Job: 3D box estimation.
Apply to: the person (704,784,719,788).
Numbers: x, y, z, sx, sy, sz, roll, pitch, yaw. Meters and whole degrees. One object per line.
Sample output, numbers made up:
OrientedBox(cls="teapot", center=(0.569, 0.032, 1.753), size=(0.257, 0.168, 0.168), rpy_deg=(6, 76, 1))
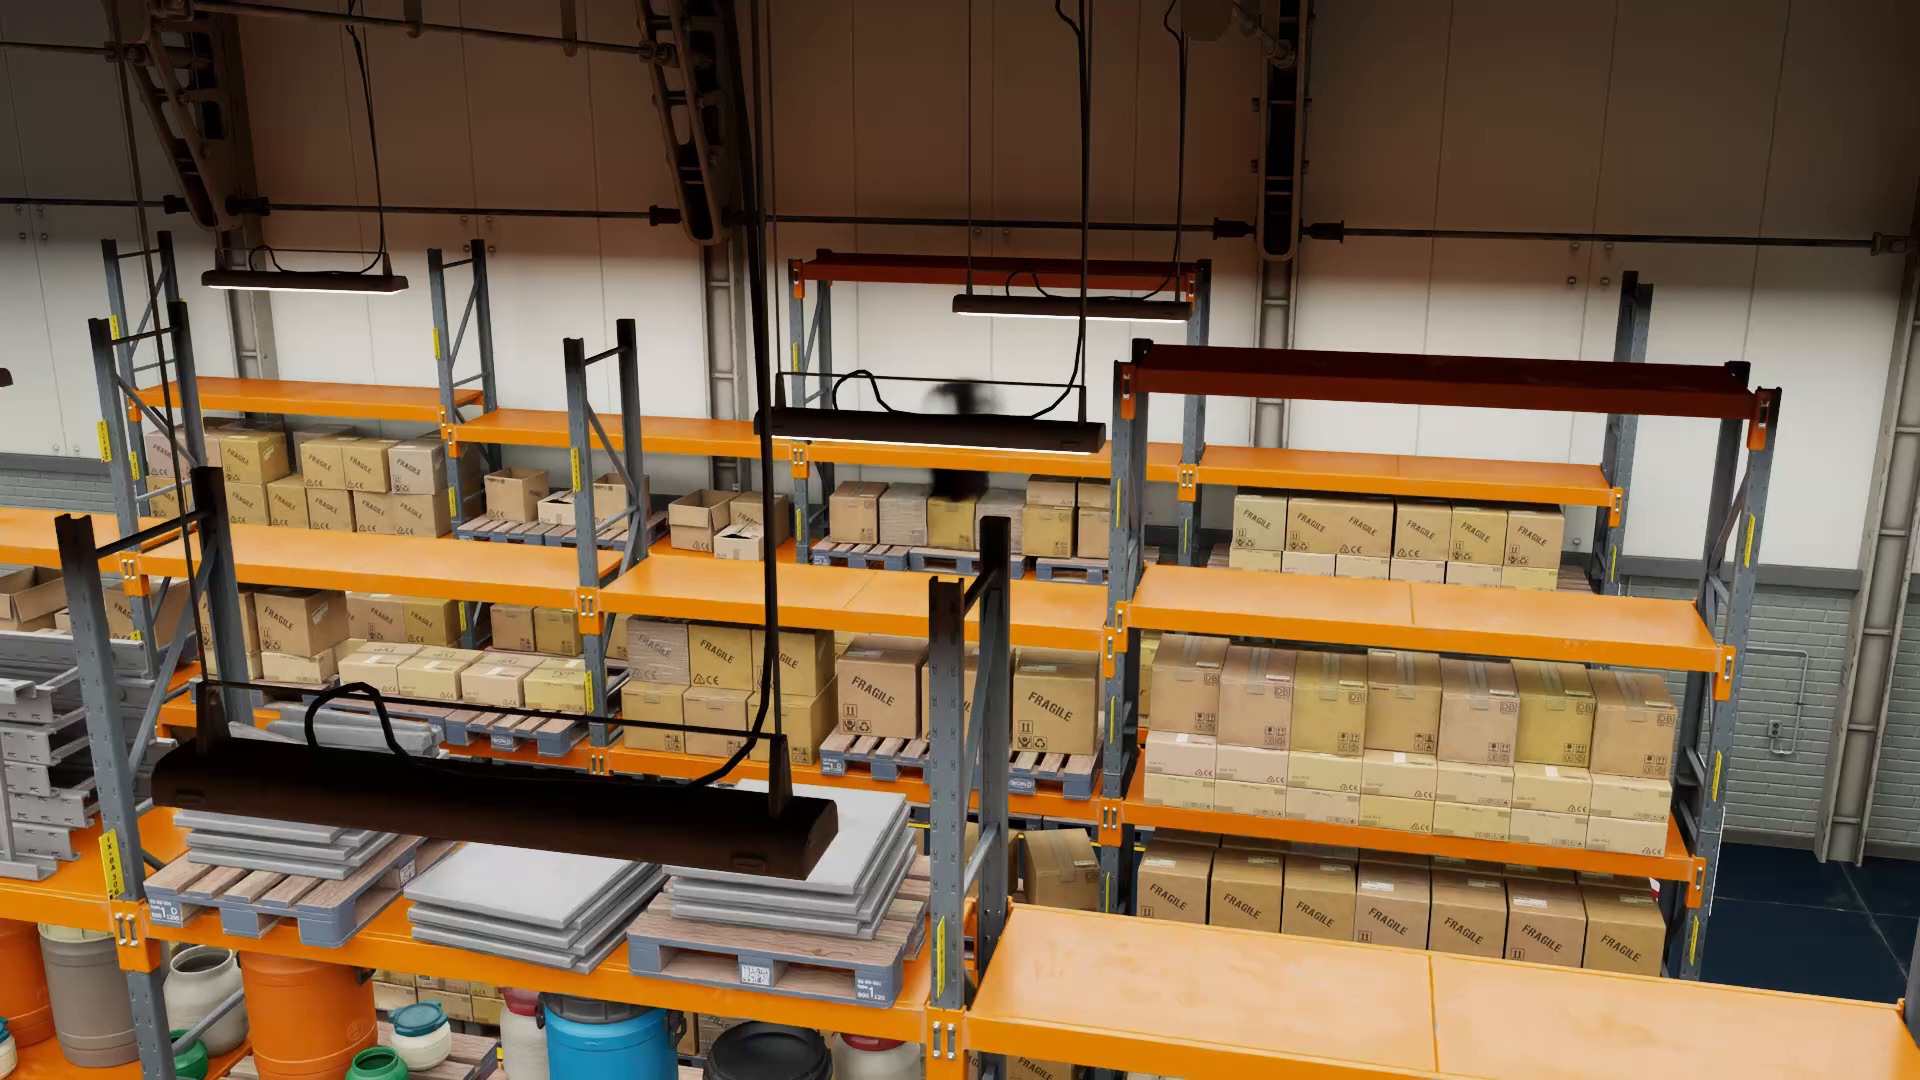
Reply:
OrientedBox(cls="person", center=(-2.150, 3.010, 15.182), size=(0.539, 1.671, 0.793), rpy_deg=(15, 22, 41))
